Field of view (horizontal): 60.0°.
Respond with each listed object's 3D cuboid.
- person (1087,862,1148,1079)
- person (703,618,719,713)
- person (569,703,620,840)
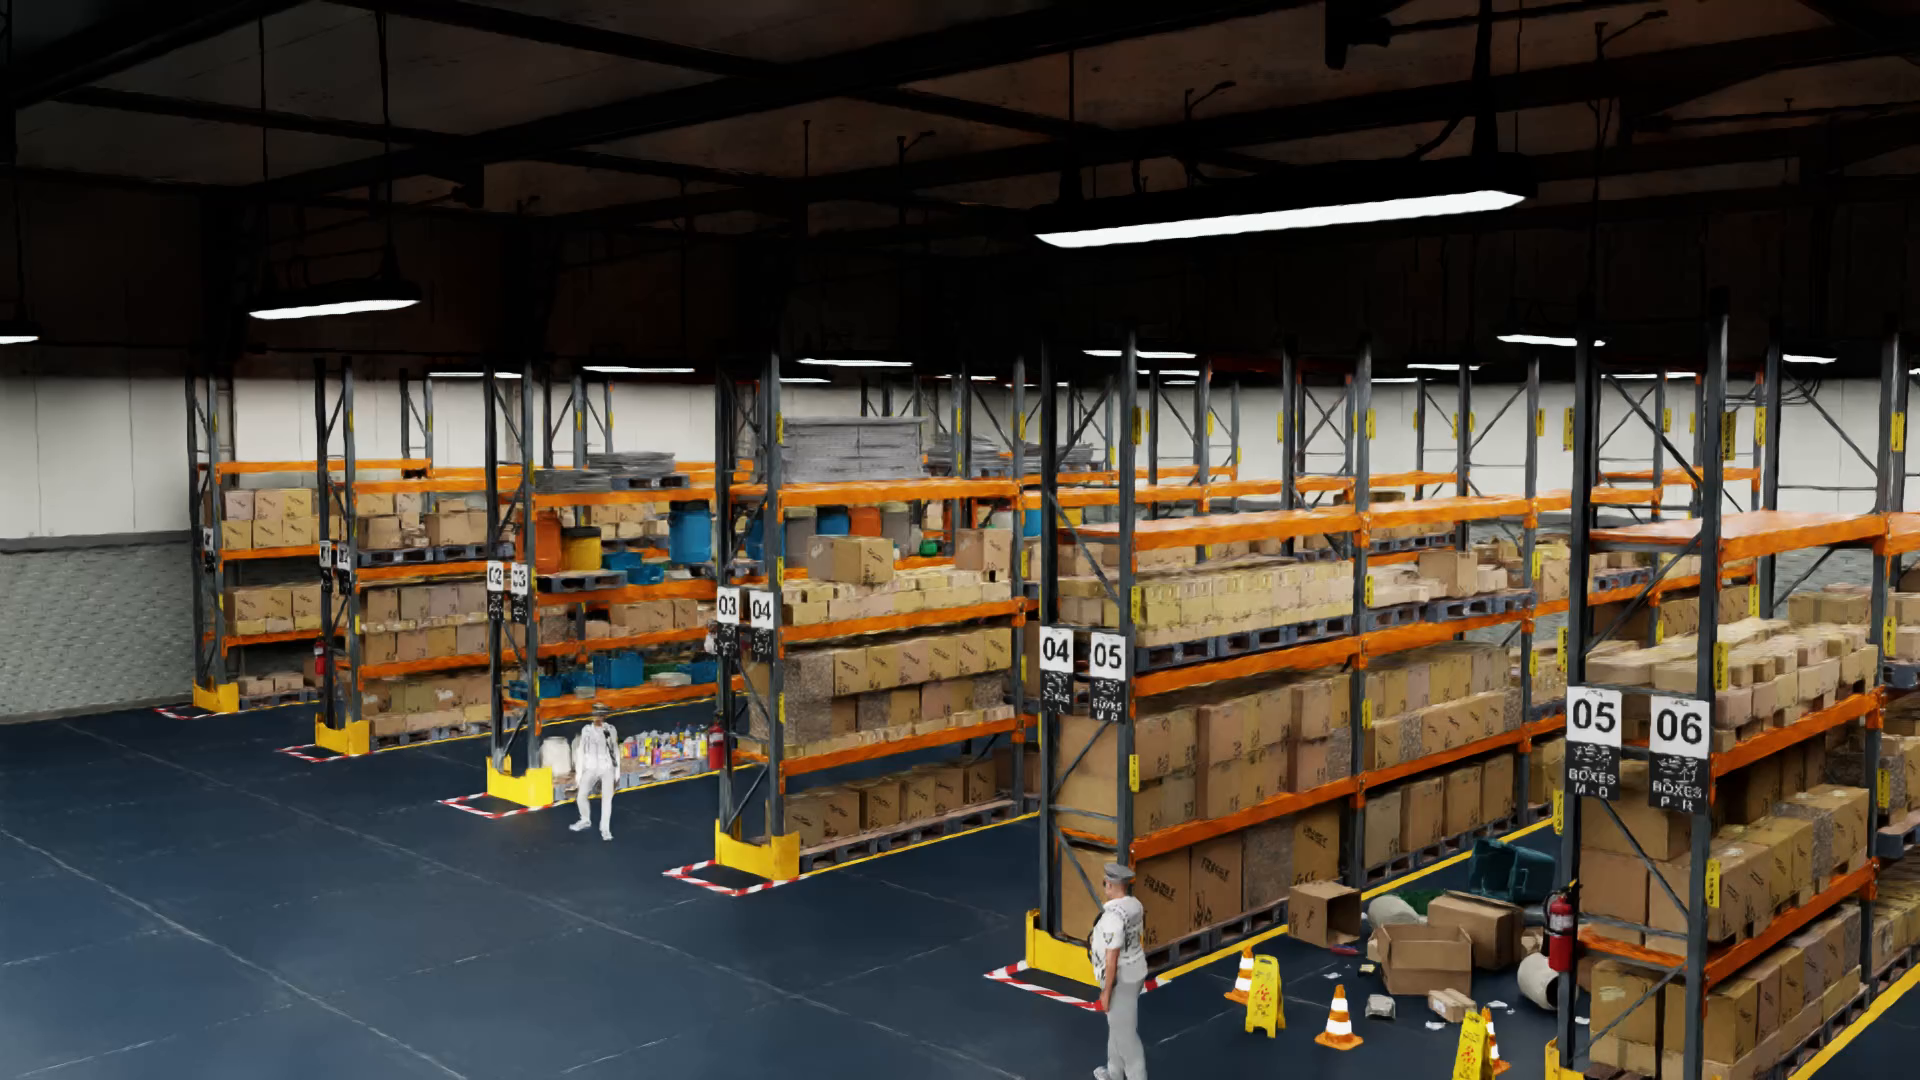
[{"bbox_3d":[1.204,3.332,12.578,0.562,1.749,0.676,2,5,24],"label":"person"},{"bbox_3d":[-4.140,2.138,28.854,0.584,1.644,0.659,3,5,36],"label":"person"},{"bbox_3d":[-4.479,2.790,20.248,0.674,1.665,0.470,0,4,1],"label":"person"}]
